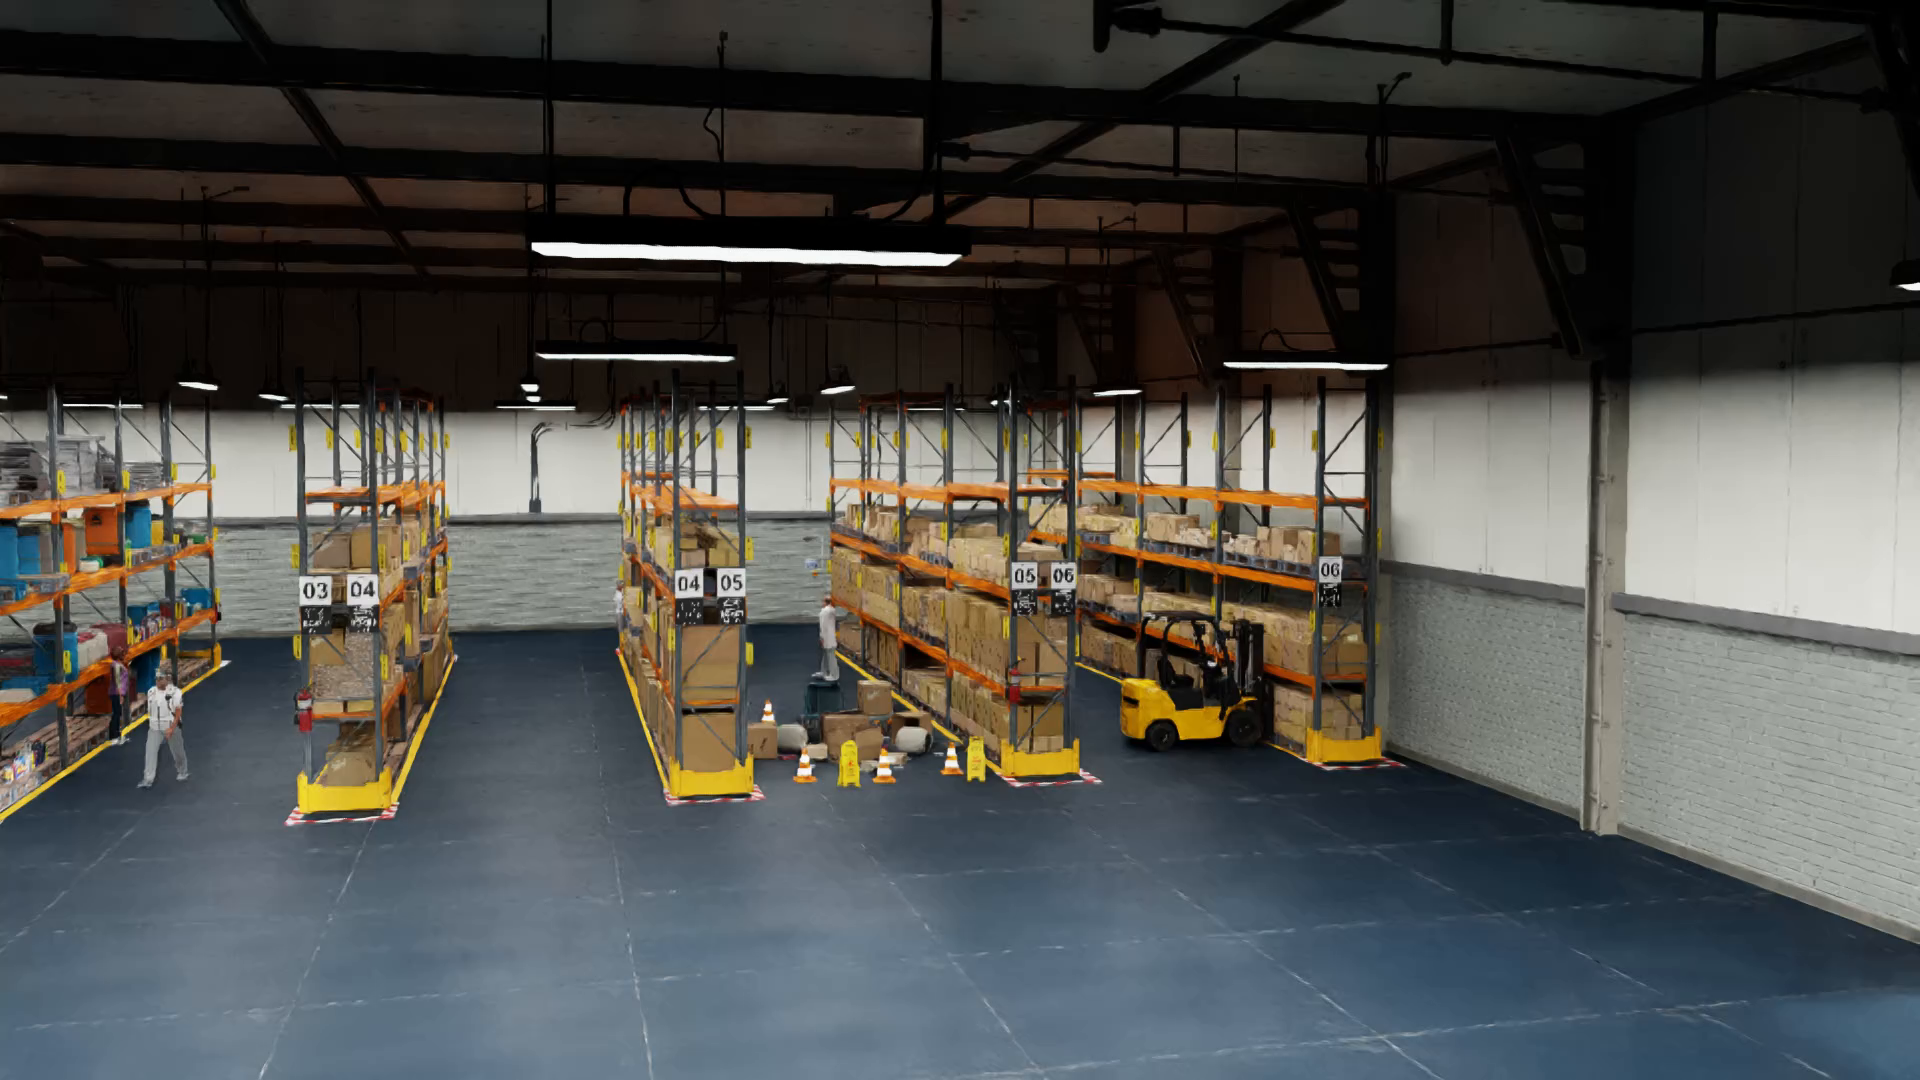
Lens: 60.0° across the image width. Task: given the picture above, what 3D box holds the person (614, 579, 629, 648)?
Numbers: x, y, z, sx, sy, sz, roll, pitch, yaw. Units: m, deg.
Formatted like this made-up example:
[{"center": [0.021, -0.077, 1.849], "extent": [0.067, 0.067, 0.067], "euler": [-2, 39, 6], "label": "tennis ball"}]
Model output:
[{"center": [-8.104, 1.770, 40.384], "extent": [0.519, 1.662, 0.551], "euler": [1, 4, 23], "label": "person"}]

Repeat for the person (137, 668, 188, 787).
[{"center": [-11.539, 2.692, 24.126], "extent": [0.532, 1.707, 1.040], "euler": [0, 3, -5], "label": "person"}]

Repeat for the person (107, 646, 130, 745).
[{"center": [-13.879, 2.554, 27.412], "extent": [0.322, 1.605, 0.490], "euler": [-2, 4, -29], "label": "person"}]

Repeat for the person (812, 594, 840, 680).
[{"center": [-2.808, 2.026, 34.791], "extent": [0.648, 1.764, 0.699], "euler": [0, 3, 5], "label": "person"}]
